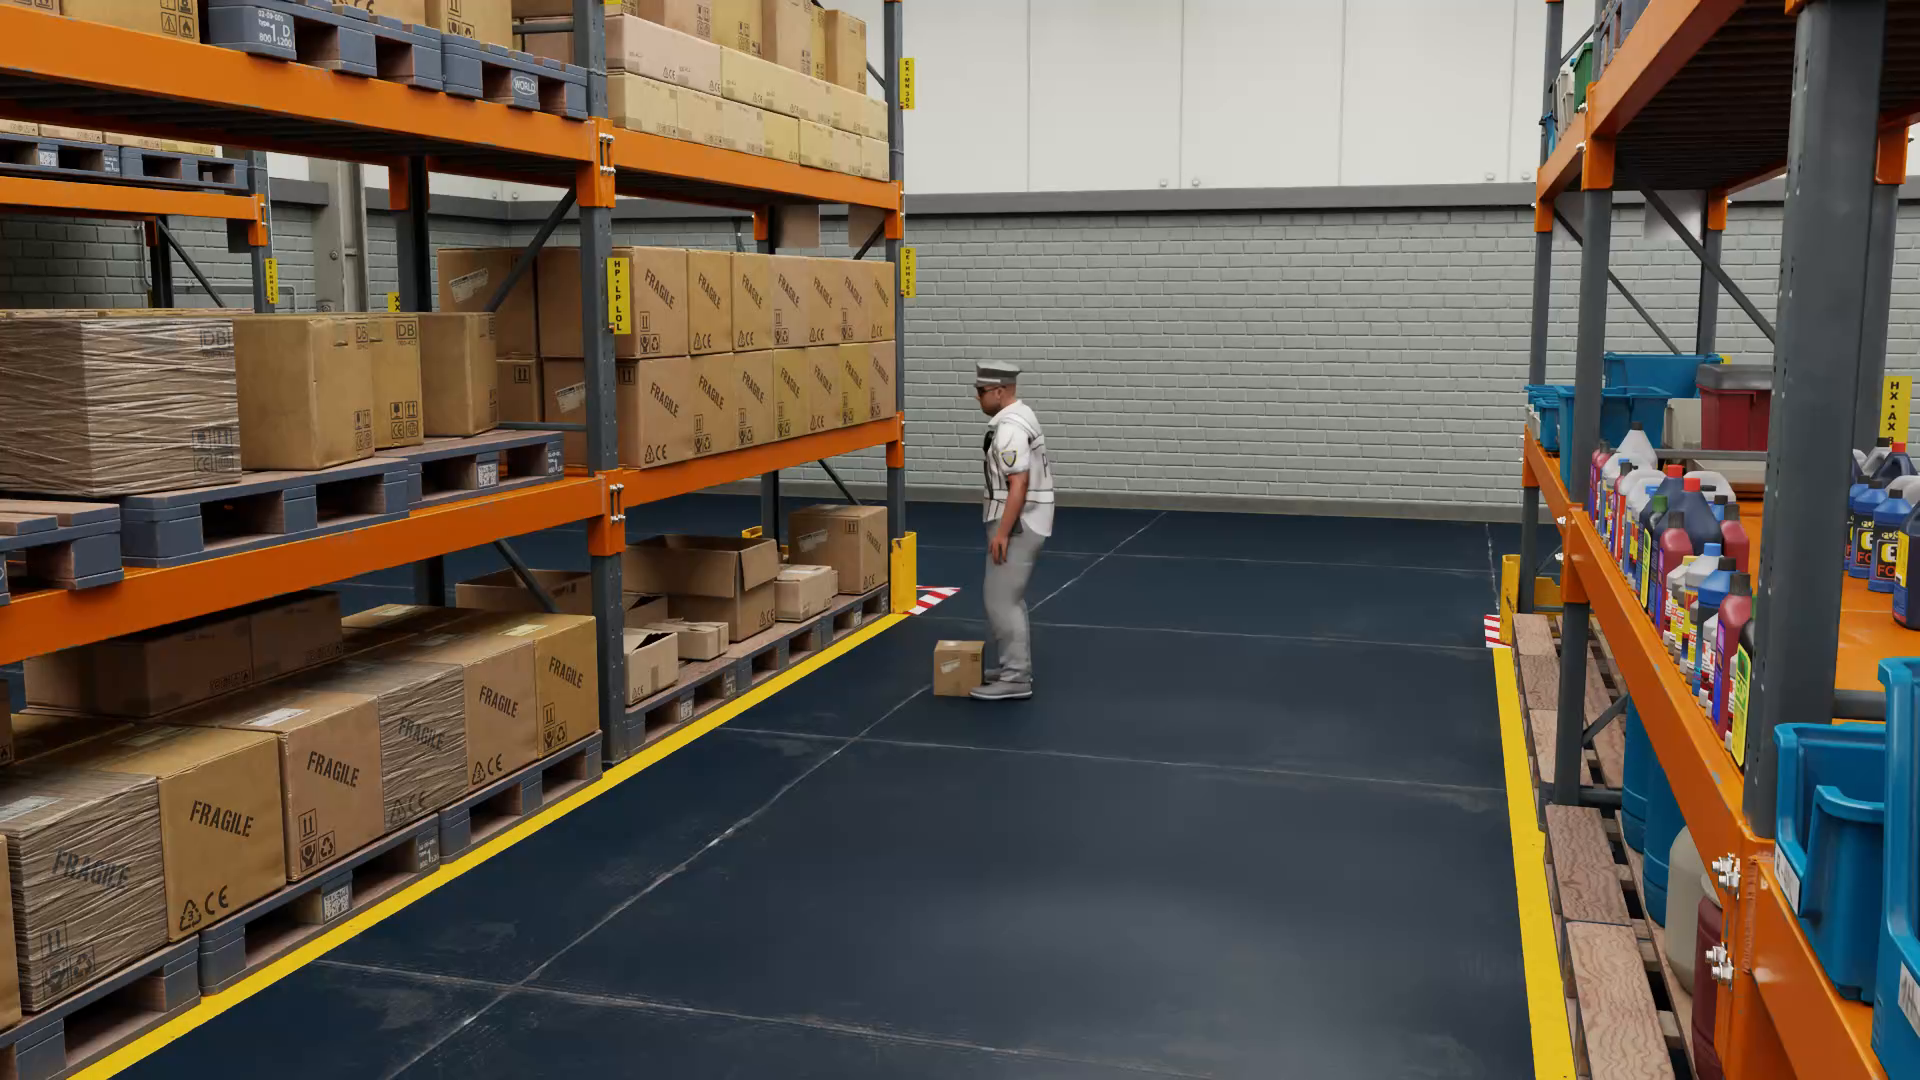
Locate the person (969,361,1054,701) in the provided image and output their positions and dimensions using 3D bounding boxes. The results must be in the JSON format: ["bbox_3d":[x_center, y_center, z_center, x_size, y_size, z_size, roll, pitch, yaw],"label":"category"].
[{"bbox_3d":[0.275,-0.057,8.694,0.434,1.748,0.580,1,8,4],"label":"person"}]
